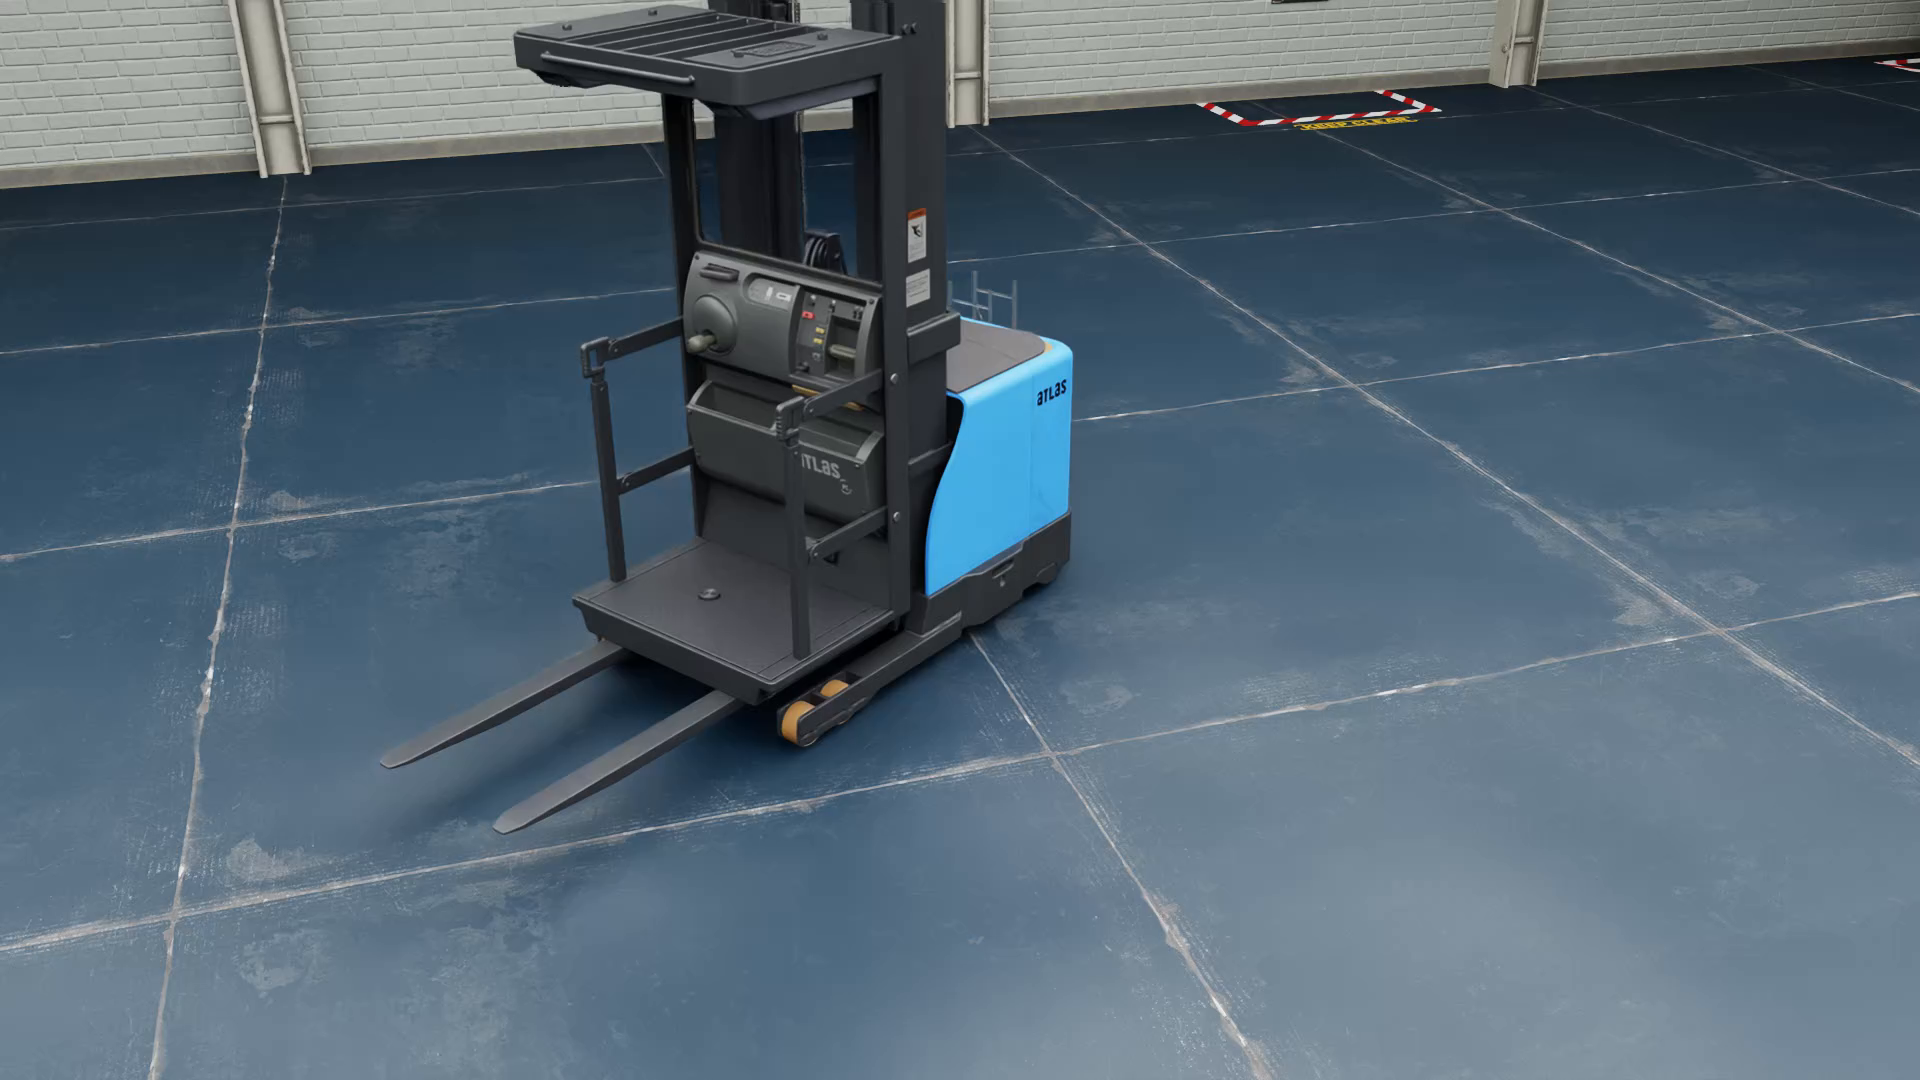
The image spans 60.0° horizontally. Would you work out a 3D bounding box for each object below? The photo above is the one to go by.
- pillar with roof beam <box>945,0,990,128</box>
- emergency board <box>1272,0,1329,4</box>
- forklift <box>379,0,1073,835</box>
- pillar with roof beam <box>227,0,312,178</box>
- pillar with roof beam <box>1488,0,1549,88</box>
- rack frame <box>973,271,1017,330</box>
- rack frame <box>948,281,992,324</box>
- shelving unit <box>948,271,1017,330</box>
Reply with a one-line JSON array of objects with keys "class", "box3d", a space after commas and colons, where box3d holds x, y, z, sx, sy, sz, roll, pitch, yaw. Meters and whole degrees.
[{"class": "pillar with roof beam", "box3d": [1.371, -6.136, 9.990, 0.400, 9.000, 9.100, -8, 28, -16]}, {"class": "emergency board", "box3d": [3.367, -5.778, 16.015, 0.626, 1.169, 0.157, -8, 28, -16]}, {"class": "forklift", "box3d": [-0.807, -0.791, 6.048, 1.130, 2.935, 3.031, 19, 32, 33]}, {"class": "pillar with roof beam", "box3d": [-4.334, -5.310, 8.326, 0.400, 9.000, 9.100, -8, 28, -16]}, {"class": "pillar with roof beam", "box3d": [7.076, -6.962, 11.654, 0.400, 9.000, 9.100, -8, 28, -16]}, {"class": "rack frame", "box3d": [0.157, -0.643, 7.695, 0.240, 1.200, 0.006, 19, 32, 33]}, {"class": "rack frame", "box3d": [0.046, -0.579, 7.565, 0.240, 1.200, 0.006, 19, 32, 33]}, {"class": "shelving unit", "box3d": [0.101, -0.611, 7.630, 0.258, 1.200, 0.189, 19, 32, 33]}]
